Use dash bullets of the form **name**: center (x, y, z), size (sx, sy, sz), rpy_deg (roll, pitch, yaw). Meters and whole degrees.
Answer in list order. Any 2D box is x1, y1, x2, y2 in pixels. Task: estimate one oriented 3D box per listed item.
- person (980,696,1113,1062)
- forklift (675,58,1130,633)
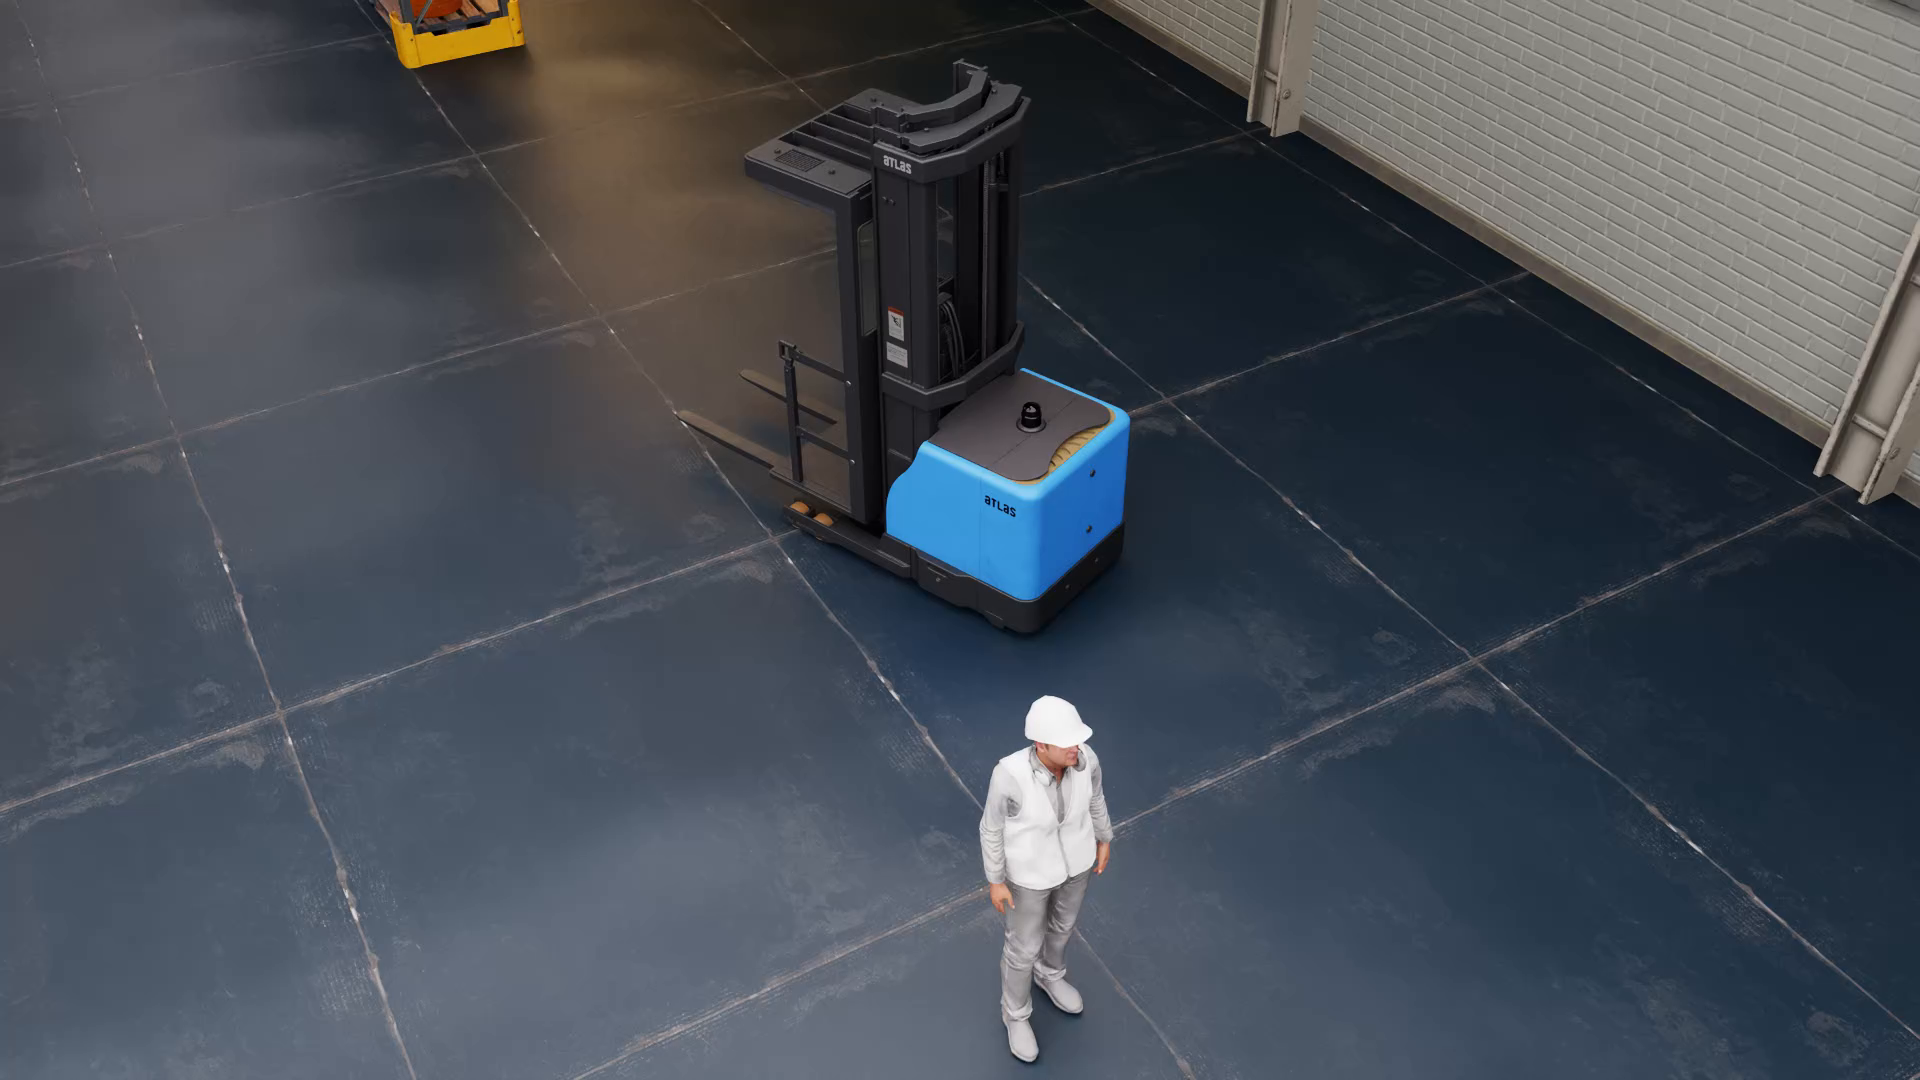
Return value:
- **person**: center (0.412, 1.434, 7.202), size (0.633, 1.774, 0.568), rpy_deg (-20, 44, -23)
- **forklift**: center (-0.481, -1.366, 9.683), size (3.031, 2.935, 1.130), rpy_deg (26, 46, 28)
